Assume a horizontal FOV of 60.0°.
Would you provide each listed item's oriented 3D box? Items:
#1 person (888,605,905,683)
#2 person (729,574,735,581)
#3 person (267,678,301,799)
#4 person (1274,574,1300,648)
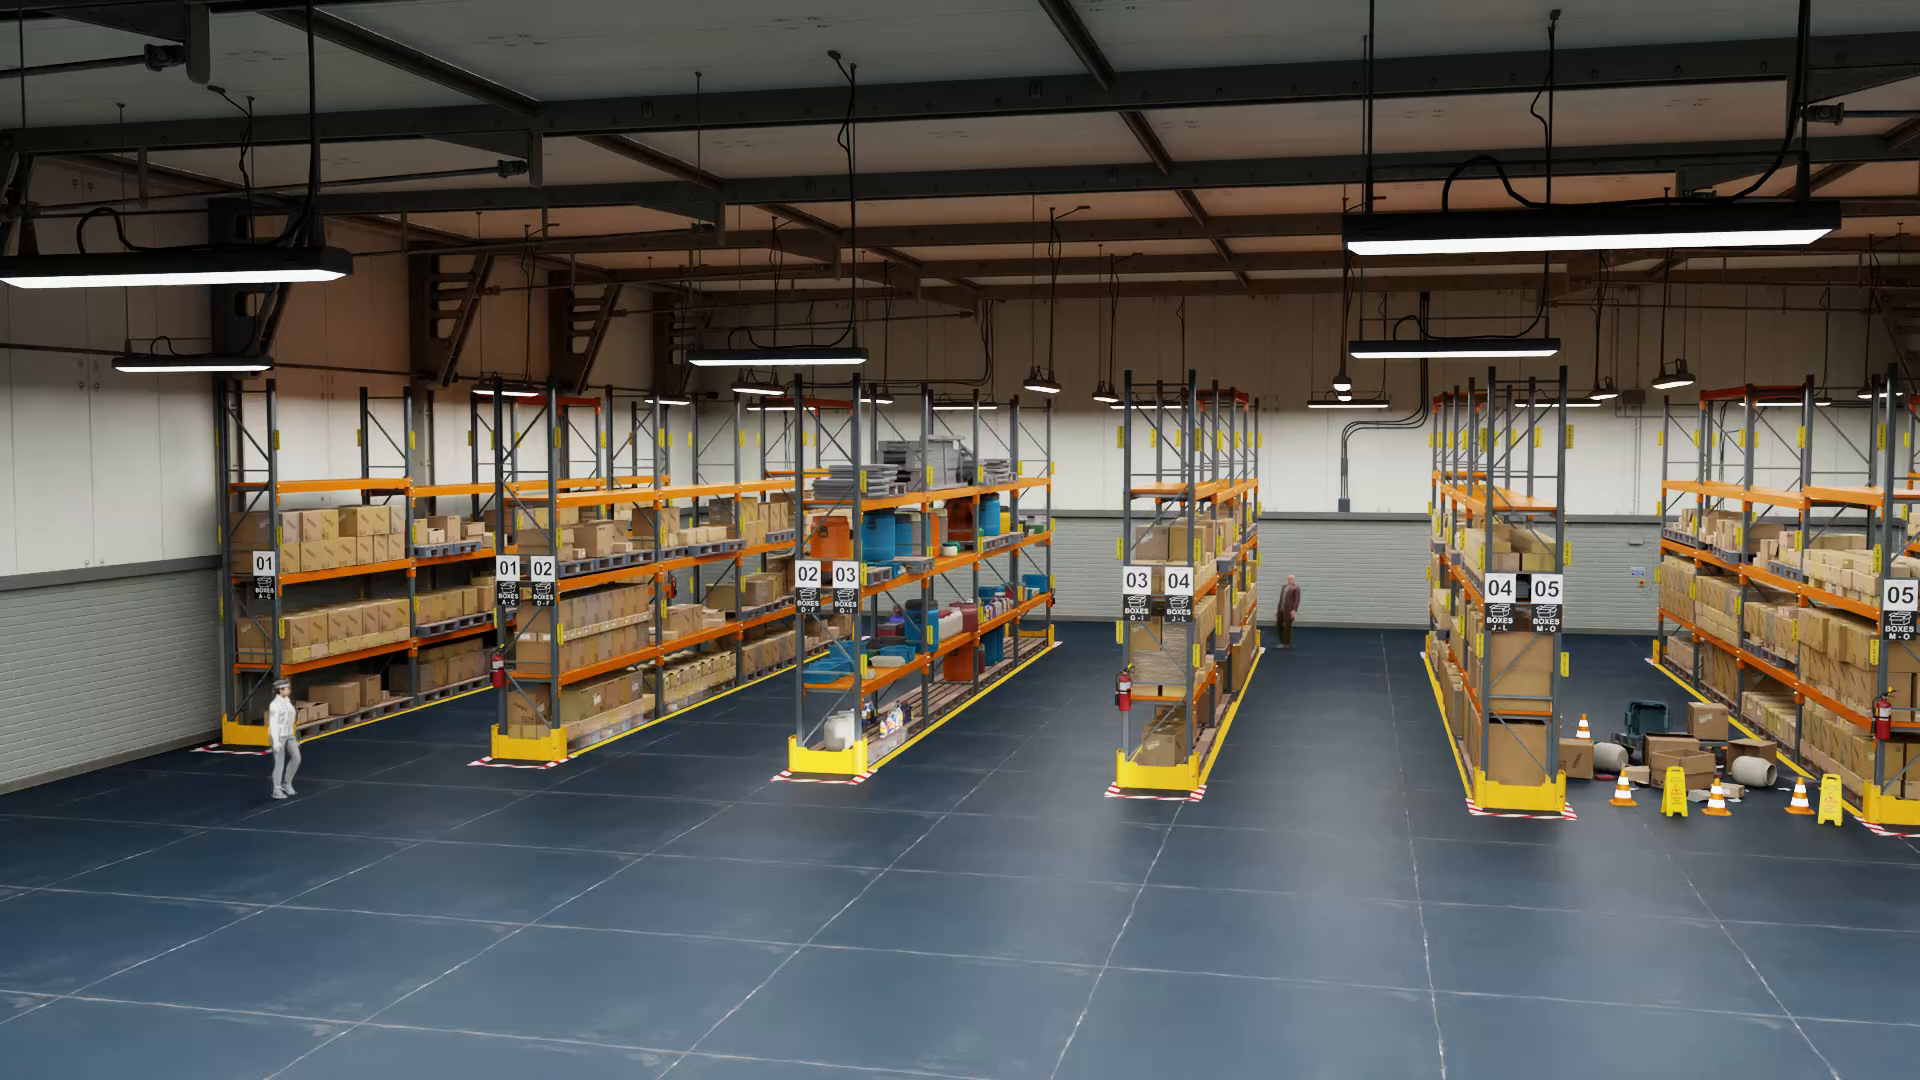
[{"bbox_3d":[-1.273,2.137,34.511,0.453,1.580,0.928,1,4,20],"label":"person"},{"bbox_3d":[-5.456,1.716,40.227,0.699,1.830,0.846,1,4,18],"label":"person"},{"bbox_3d":[-9.530,2.792,23.336,0.348,1.714,0.584,1,4,13],"label":"person"},{"bbox_3d":[7.820,1.722,39.963,0.563,1.799,0.647,-2,4,-27],"label":"person"}]
